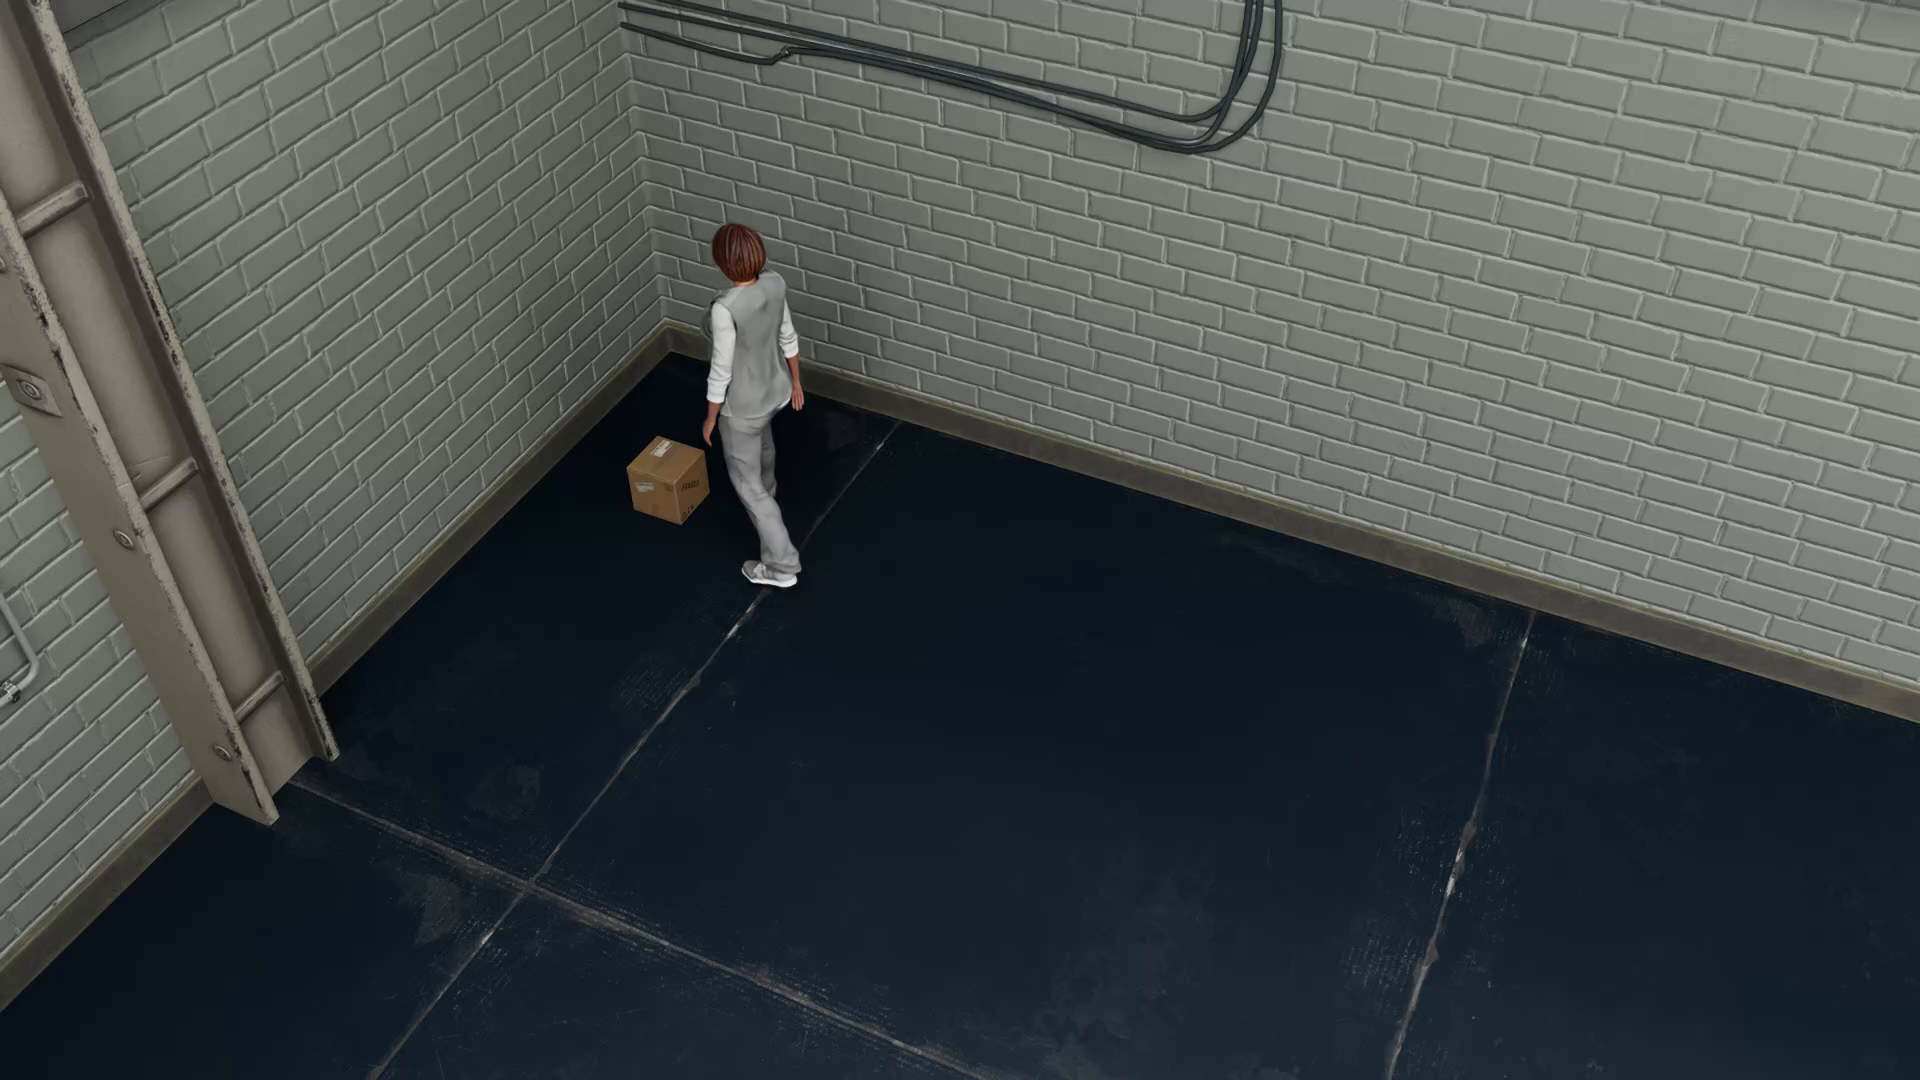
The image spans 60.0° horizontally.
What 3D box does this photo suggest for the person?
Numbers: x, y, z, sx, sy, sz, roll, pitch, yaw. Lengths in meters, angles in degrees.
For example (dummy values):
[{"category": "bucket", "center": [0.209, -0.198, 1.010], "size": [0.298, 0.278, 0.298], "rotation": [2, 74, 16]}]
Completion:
[{"category": "person", "center": [-0.865, -0.817, 6.593], "size": [0.281, 0.938, 0.484], "rotation": [26, 49, 26]}]
